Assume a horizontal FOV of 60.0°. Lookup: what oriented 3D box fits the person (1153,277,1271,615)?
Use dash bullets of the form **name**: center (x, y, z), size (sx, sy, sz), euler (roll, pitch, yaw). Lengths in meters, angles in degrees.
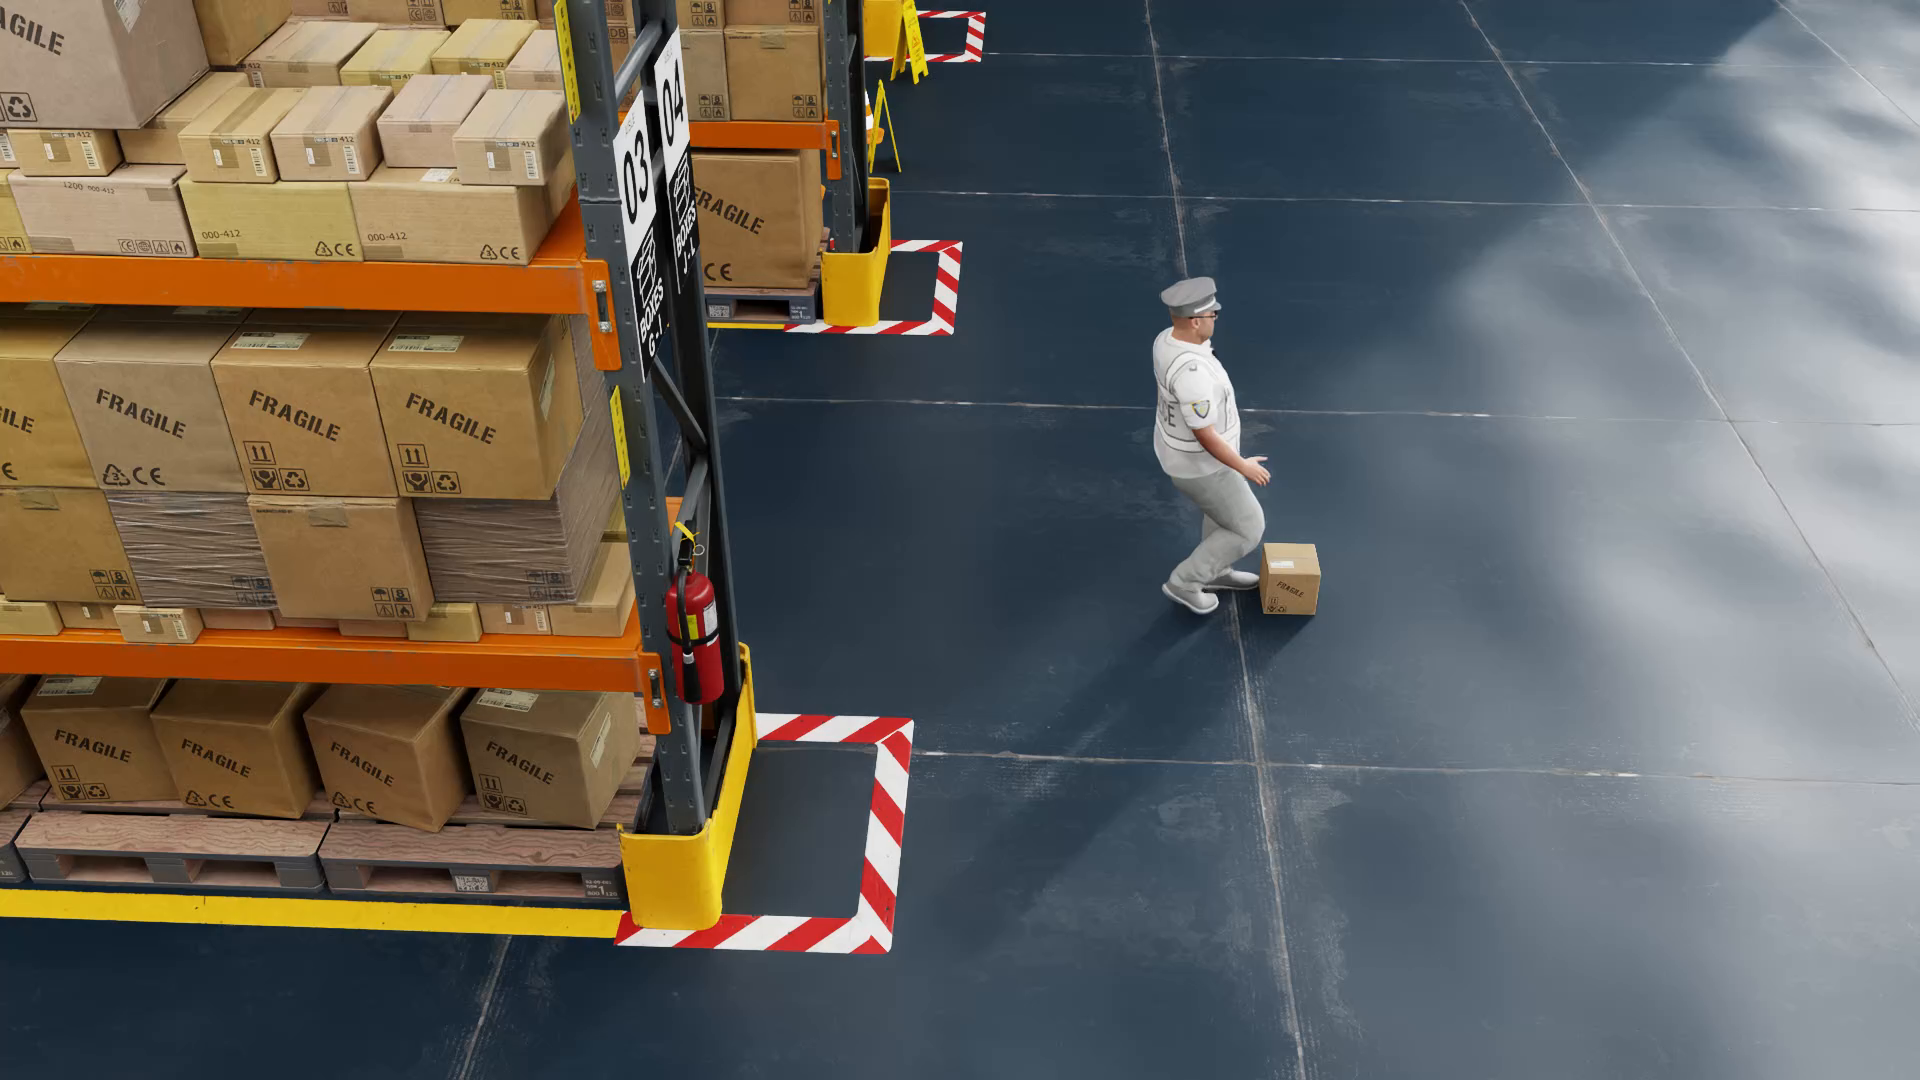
- **person**: center (1.199, -0.413, 7.741), size (0.624, 1.723, 0.566), euler (-4, 36, -5)
